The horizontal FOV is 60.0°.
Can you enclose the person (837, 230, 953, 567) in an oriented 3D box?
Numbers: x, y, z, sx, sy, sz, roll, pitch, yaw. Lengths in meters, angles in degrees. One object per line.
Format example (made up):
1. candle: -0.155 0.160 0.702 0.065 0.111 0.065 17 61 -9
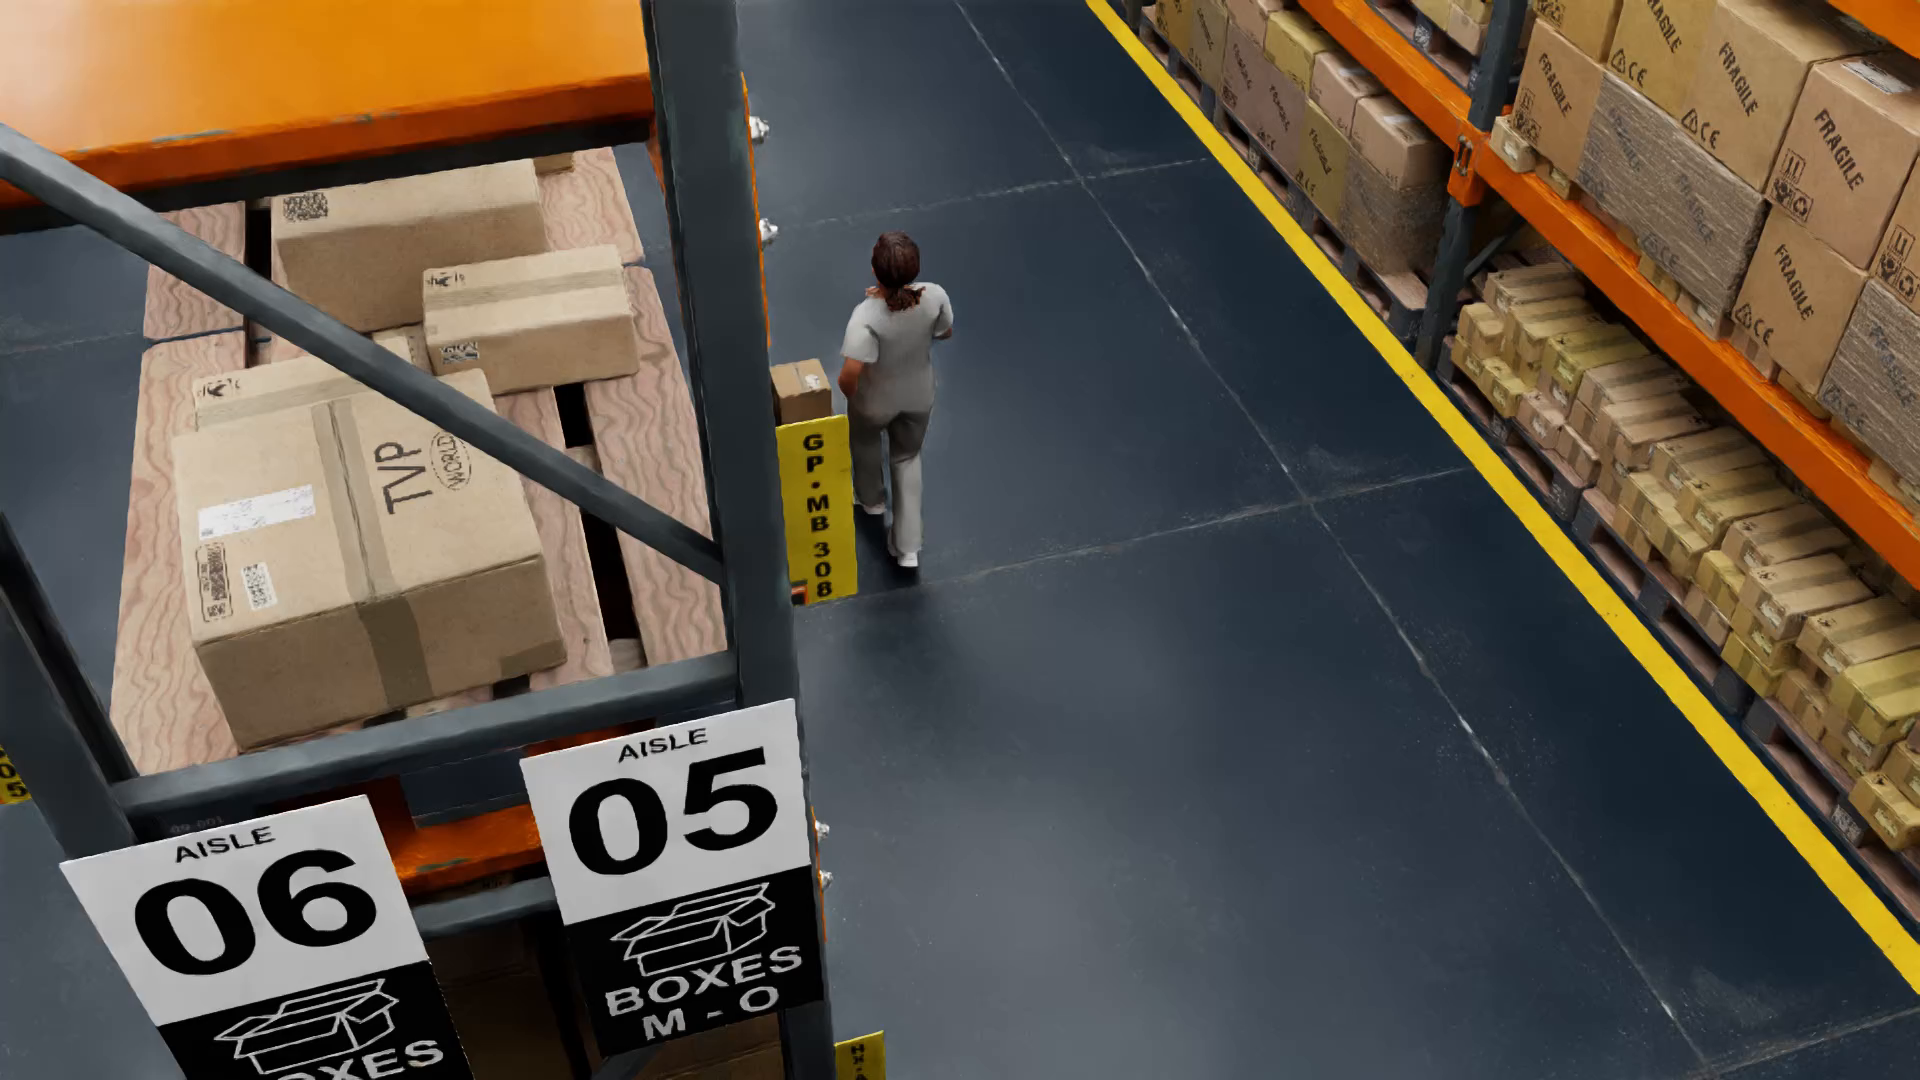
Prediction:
1. person: -0.304 -0.635 6.878 0.533 1.654 0.755 -11 43 -11
